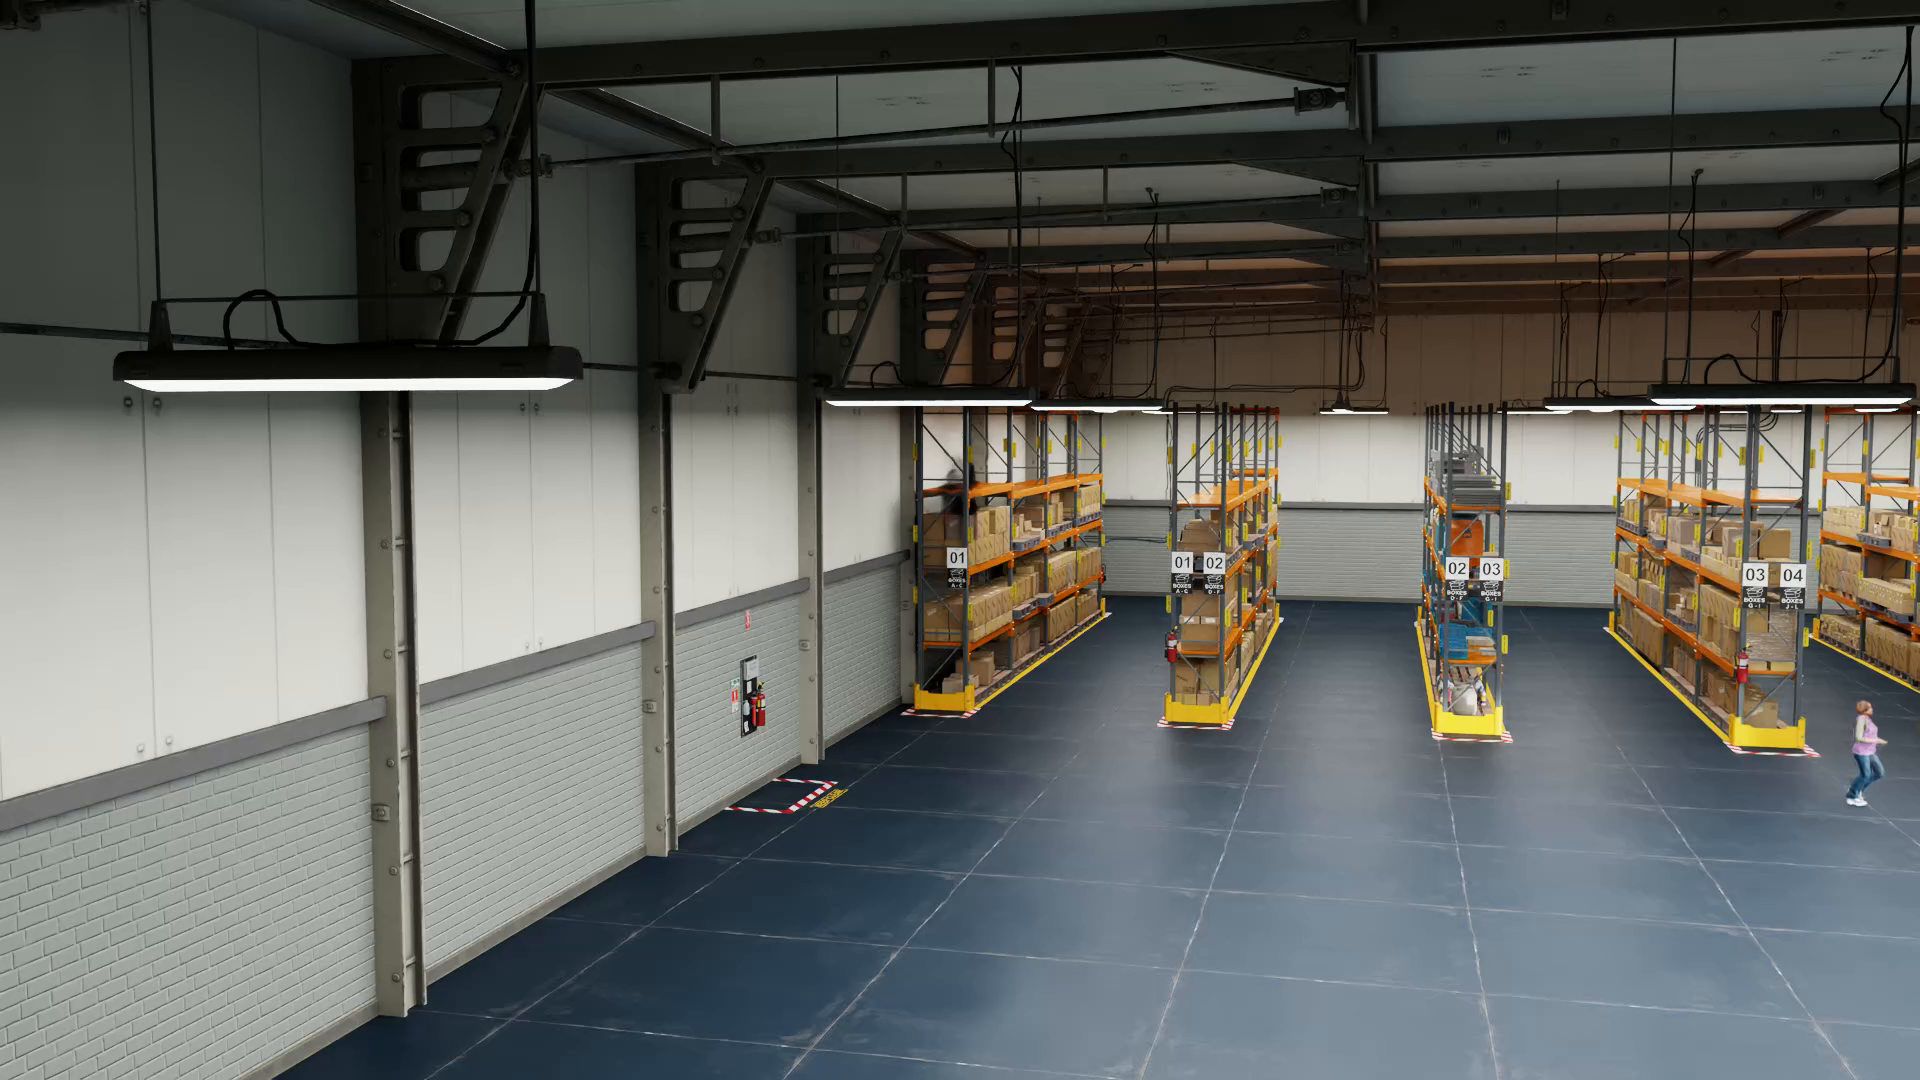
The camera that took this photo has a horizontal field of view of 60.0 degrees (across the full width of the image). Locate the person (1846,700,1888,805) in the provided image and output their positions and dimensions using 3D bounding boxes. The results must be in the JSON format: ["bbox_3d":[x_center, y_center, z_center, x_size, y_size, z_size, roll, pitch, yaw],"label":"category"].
[{"bbox_3d":[13.323,3.128,24.388,0.555,1.559,0.522,4,6,45],"label":"person"}]

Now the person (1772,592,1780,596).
[{"bbox_3d":[20.547,1.805,41.524,0.653,1.780,0.784,1,4,14],"label":"person"}]
